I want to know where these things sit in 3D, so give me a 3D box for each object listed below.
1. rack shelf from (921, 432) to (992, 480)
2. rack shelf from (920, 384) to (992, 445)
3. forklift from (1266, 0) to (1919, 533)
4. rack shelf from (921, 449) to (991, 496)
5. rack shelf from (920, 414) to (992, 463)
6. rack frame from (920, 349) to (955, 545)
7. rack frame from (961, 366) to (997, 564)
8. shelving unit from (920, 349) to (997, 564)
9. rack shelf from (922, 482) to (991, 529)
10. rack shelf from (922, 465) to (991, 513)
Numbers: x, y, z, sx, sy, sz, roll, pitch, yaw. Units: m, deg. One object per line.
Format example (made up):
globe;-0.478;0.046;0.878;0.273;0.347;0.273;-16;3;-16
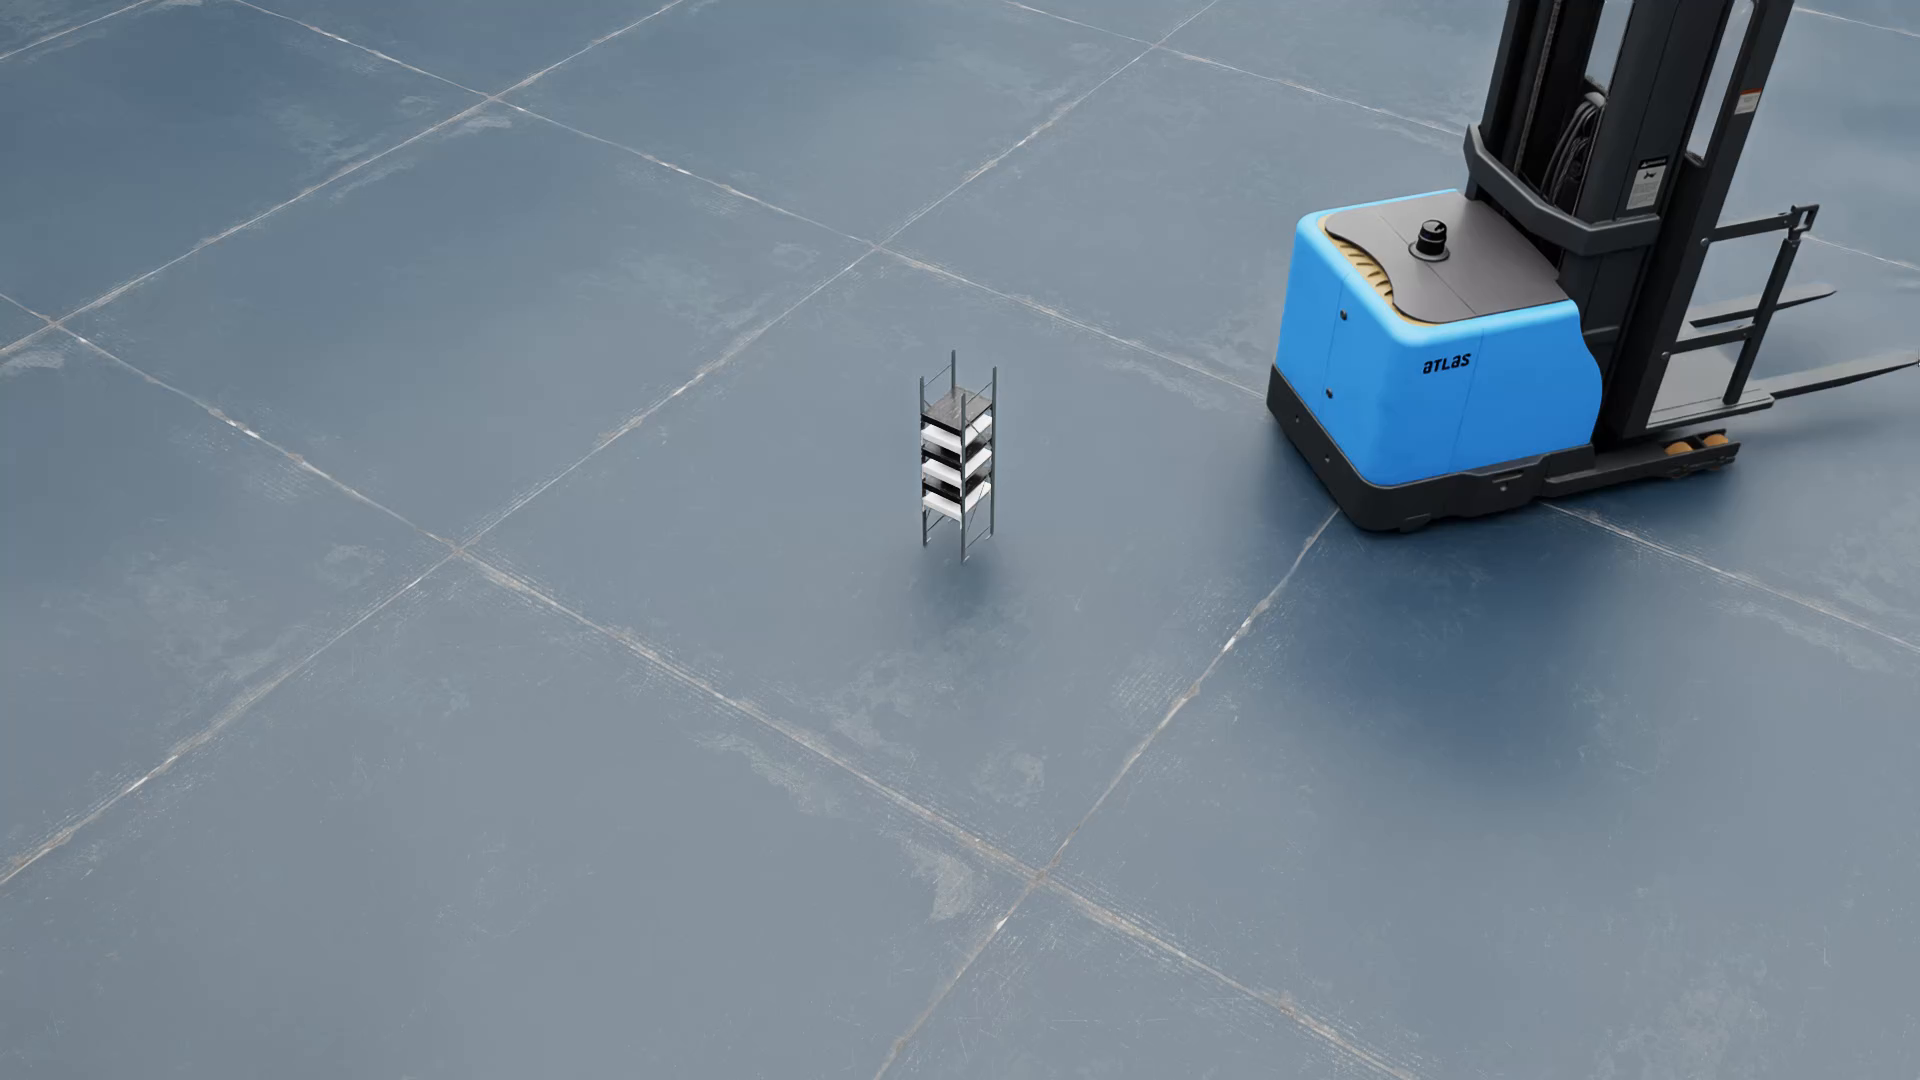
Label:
rack shelf;-0.007;-0.381;6.916;0.200;0.077;0.258;25;48;25
rack shelf;-0.007;-0.515;6.796;0.200;0.077;0.258;25;48;25
forklift;3.023;-1.696;6.948;3.031;2.935;1.130;-12;43;-13
rack shelf;-0.007;-0.314;6.976;0.200;0.077;0.258;25;48;25
rack shelf;-0.007;-0.448;6.856;0.200;0.077;0.258;25;48;25
rack frame;-0.090;-0.377;6.997;0.006;0.900;0.240;25;48;25
rack frame;0.077;-0.300;6.910;0.006;0.900;0.240;25;48;25
shelving unit;-0.007;-0.338;6.953;0.210;0.900;0.258;25;48;25
rack shelf;-0.007;-0.179;7.096;0.200;0.077;0.258;25;48;25
rack shelf;-0.007;-0.247;7.036;0.200;0.077;0.258;25;48;25
